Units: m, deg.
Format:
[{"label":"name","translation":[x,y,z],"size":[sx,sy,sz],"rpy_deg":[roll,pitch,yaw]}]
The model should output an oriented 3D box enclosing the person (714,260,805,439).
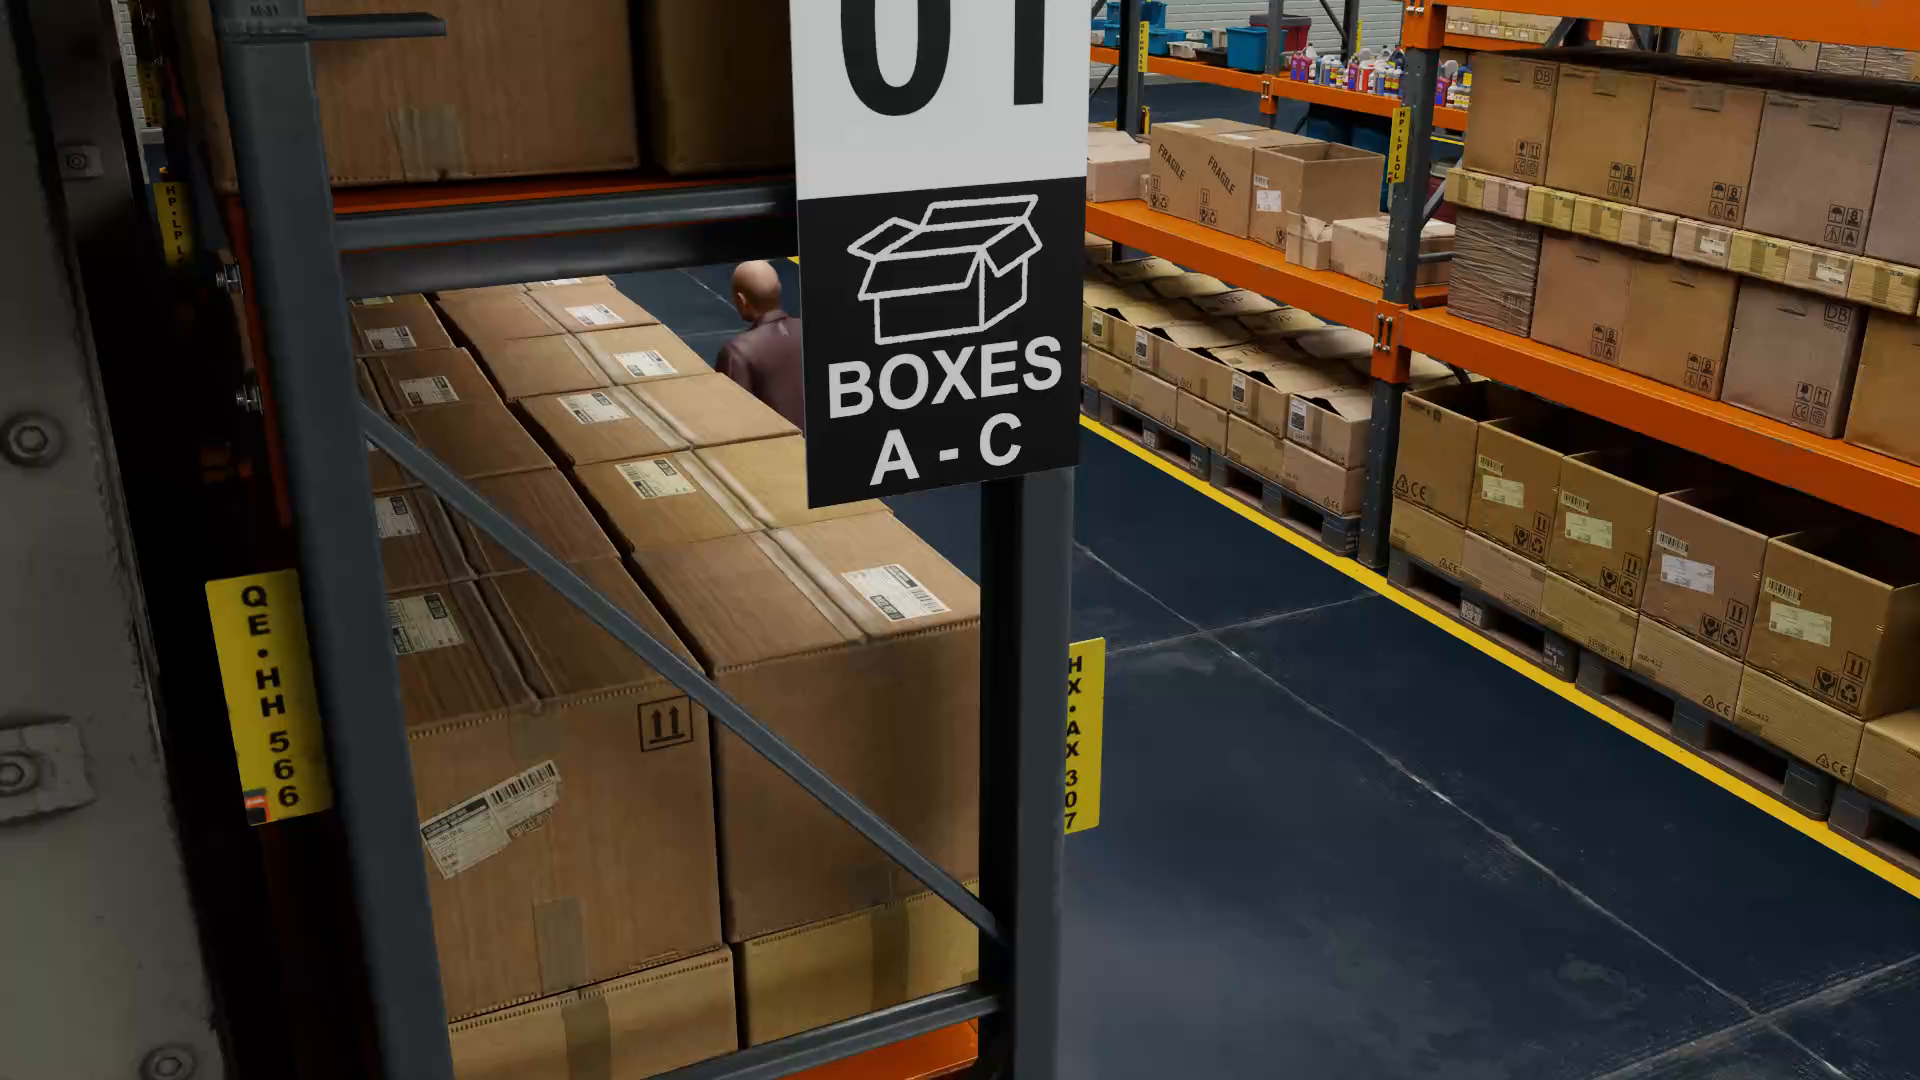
[{"label":"person","translation":[-0.746,-0.259,6.757],"size":[0.635,1.772,0.416],"rpy_deg":[-20,29,-40]}]
